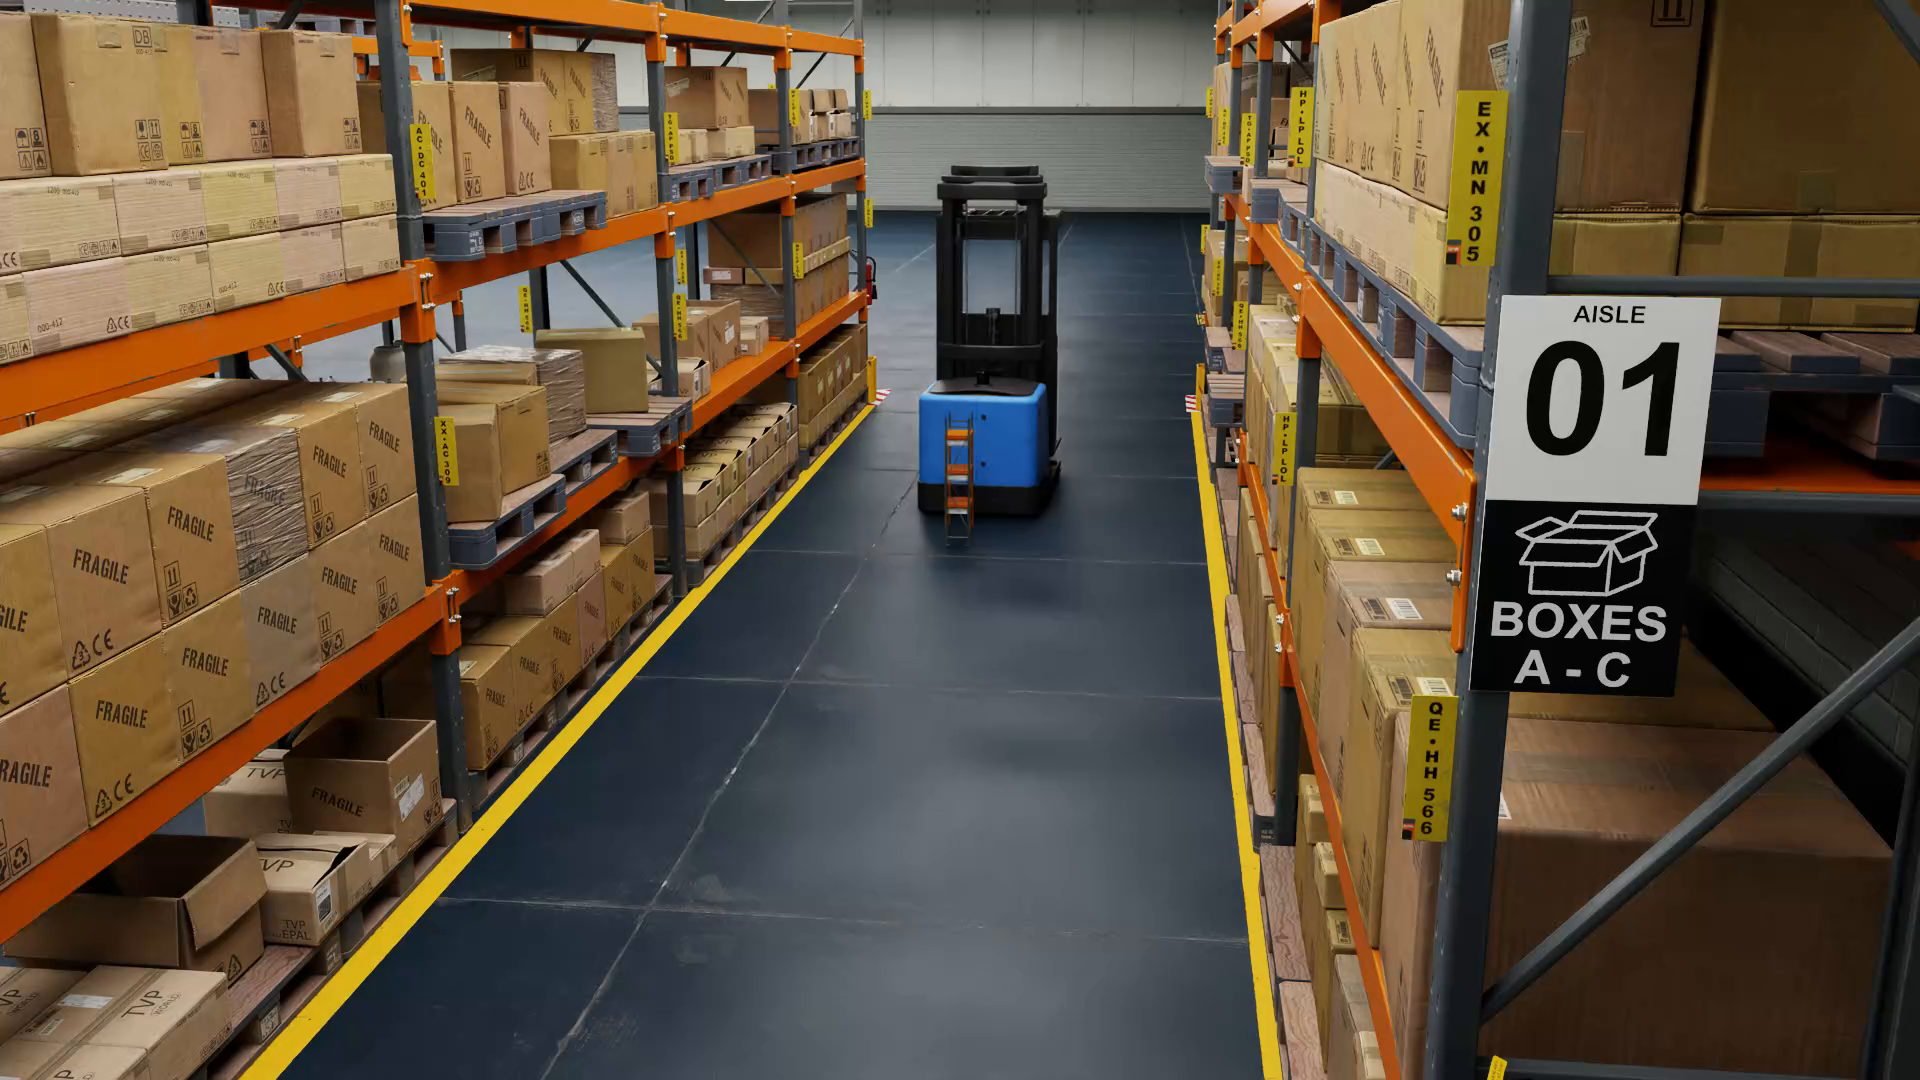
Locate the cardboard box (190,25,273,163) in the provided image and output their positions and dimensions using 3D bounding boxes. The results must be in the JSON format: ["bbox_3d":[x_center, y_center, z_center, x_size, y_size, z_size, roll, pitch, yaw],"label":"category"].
[{"bbox_3d":[-3.163,-1.737,6.487,0.700,0.500,0.500,2,15,6],"label":"cardboard box"}]

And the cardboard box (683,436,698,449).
[{"bbox_3d":[-2.513,-0.733,14.017,0.500,0.311,0.500,2,15,8],"label":"cardboard box"}]

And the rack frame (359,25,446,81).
[{"bbox_3d":[-6.516,-6.166,19.226,1.000,3.000,0.127,2,15,6],"label":"rack frame"}]

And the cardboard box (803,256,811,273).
[{"bbox_3d":[-1.709,-2.776,16.749,0.380,0.149,0.250,1,15,4],"label":"cardboard box"}]

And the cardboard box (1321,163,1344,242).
[{"bbox_3d":[1.562,-1.189,5.859,0.500,0.250,0.500,1,15,5],"label":"cardboard box"}]

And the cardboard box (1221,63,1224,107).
[{"bbox_3d":[2.715,-4.211,15.596,0.500,0.500,0.500,3,15,9],"label":"cardboard box"}]

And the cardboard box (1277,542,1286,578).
[{"bbox_3d":[1.735,0.083,8.050,0.380,0.149,0.250,2,15,7],"label":"cardboard box"}]

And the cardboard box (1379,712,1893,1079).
[{"bbox_3d":[1.570,0.894,4.035,0.980,0.700,0.700,2,15,9],"label":"cardboard box"}]

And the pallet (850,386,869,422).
[{"bbox_3d":[-1.640,-1.578,19.092,1.003,0.211,1.213,2,15,6],"label":"pallet"}]

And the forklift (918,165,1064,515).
[{"bbox_3d":[0.366,-1.969,15.330,1.130,2.935,3.031,2,15,8],"label":"forklift"}]

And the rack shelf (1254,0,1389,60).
[{"bbox_3d":[2.199,-2.740,8.702,1.077,0.370,4.000,2,15,6],"label":"rack shelf"}]

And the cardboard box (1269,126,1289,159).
[{"bbox_3d":[2.663,-2.745,12.083,0.797,0.503,0.637,4,16,14],"label":"cardboard box"}]

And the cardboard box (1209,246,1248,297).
[{"bbox_3d":[2.740,-2.632,16.461,0.500,0.500,0.500,1,15,5],"label":"cardboard box"}]

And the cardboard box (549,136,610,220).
[{"bbox_3d":[-2.630,-2.163,9.978,0.910,0.500,0.500,2,15,6],"label":"cardboard box"}]

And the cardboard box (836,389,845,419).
[{"bbox_3d":[-1.519,-1.462,17.784,0.500,0.250,0.500,2,15,6],"label":"cardboard box"}]

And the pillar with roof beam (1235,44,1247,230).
[{"bbox_3d":[2.539,-12.019,40.871,9.100,9.000,0.400,2,15,6],"label":"pillar with roof beam"}]

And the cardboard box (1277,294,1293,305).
[{"bbox_3d":[2.455,-1.652,11.746,0.380,0.149,0.250,-1,15,-3],"label":"cardboard box"}]

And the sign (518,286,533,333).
[{"bbox_3d":[-3.050,-1.623,11.699,0.100,0.325,0.005,2,15,6],"label":"sign"}]

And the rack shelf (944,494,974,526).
[{"bbox_3d":[-0.006,-0.214,13.549,0.215,0.259,0.240,2,15,6],"label":"rack shelf"}]

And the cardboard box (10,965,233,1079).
[{"bbox_3d":[-2.944,1.749,5.871,0.500,0.250,0.500,2,15,6],"label":"cardboard box"}]

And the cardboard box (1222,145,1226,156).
[{"bbox_3d":[2.757,-3.716,15.681,0.500,0.500,0.500,0,15,2],"label":"cardboard box"}]

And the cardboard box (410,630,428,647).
[{"bbox_3d":[-3.114,0.719,9.203,0.500,0.500,0.500,2,15,6],"label":"cardboard box"}]

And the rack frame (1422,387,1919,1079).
[{"bbox_3d":[1.522,1.171,3.584,1.000,3.000,0.127,2,15,6],"label":"rack frame"}]

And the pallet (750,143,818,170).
[{"bbox_3d":[-1.976,-3.713,16.071,1.003,0.211,1.213,2,15,6],"label":"pallet"}]

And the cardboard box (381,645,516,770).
[{"bbox_3d":[-2.652,0.865,8.663,0.500,0.500,0.500,1,15,4],"label":"cardboard box"}]

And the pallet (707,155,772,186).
[{"bbox_3d":[-2.133,-3.212,14.416,0.805,0.209,1.217,1,15,4],"label":"pallet"}]

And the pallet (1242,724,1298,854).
[{"bbox_3d":[1.986,1.278,8.533,1.003,0.211,1.213,2,15,6],"label":"pallet"}]

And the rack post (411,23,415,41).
[{"bbox_3d":[-6.728,-5.733,18.580,0.937,0.300,0.954,3,15,12],"label":"rack post"}]

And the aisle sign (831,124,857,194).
[{"bbox_3d":[-1.296,-4.387,19.158,0.394,0.787,0.004,2,15,6],"label":"aisle sign"}]

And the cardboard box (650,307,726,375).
[{"bbox_3d":[-2.265,-1.669,13.896,0.500,0.500,0.500,2,15,6],"label":"cardboard box"}]

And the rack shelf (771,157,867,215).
[{"bbox_3d":[-1.821,-3.705,17.250,1.077,0.370,4.000,2,15,6],"label":"rack shelf"}]

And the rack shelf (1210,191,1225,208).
[{"bbox_3d":[3.102,-3.560,16.714,1.077,0.370,4.000,2,15,6],"label":"rack shelf"}]

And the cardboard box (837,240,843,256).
[{"bbox_3d":[-1.506,-3.246,18.485,0.380,0.149,0.250,1,15,5],"label":"cardboard box"}]

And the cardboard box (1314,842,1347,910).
[{"bbox_3d":[1.508,1.234,6.092,0.380,0.149,0.250,1,15,5],"label":"cardboard box"}]

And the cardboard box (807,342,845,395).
[{"bbox_3d":[-1.516,-1.823,17.686,0.500,0.500,0.500,2,15,6],"label":"cardboard box"}]

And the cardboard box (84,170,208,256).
[{"bbox_3d":[-2.910,-1.105,5.585,0.500,0.250,0.500,2,15,6],"label":"cardboard box"}]

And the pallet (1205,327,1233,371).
[{"bbox_3d":[2.645,-1.654,14.401,1.003,0.211,1.213,2,15,6],"label":"pallet"}]

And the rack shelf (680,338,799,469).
[{"bbox_3d":[-2.272,-1.220,13.805,1.077,0.370,4.000,2,15,6],"label":"rack shelf"}]

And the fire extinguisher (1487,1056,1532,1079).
[{"bbox_3d":[1.046,1.414,3.548,0.296,0.674,0.183,2,15,6],"label":"fire extinguisher"}]

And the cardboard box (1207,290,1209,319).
[{"bbox_3d":[2.790,-2.400,17.042,0.500,0.250,0.500,2,15,7],"label":"cardboard box"}]

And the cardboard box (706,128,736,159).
[{"bbox_3d":[-2.185,-3.362,14.086,0.500,0.250,0.500,0,15,1],"label":"cardboard box"}]

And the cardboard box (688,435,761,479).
[{"bbox_3d":[-1.979,-0.724,13.981,0.500,0.311,0.500,2,15,6],"label":"cardboard box"}]

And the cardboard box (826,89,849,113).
[{"bbox_3d":[-1.664,-4.743,18.437,0.797,0.503,0.637,3,15,10],"label":"cardboard box"}]

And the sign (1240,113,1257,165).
[{"bbox_3d":[1.886,-2.618,10.859,0.100,0.325,0.005,2,15,6],"label":"sign"}]

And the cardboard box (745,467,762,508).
[{"bbox_3d":[-1.980,-0.449,14.041,0.500,0.250,0.500,2,15,7],"label":"cardboard box"}]

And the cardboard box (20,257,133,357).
[{"bbox_3d":[-2.966,-0.734,5.171,0.500,0.250,0.500,2,15,6],"label":"cardboard box"}]

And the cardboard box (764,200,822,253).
[{"bbox_3d":[-1.833,-3.266,17.318,0.700,0.500,0.500,2,15,6],"label":"cardboard box"}]

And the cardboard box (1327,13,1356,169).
[{"bbox_3d":[1.562,-1.545,5.736,0.500,0.500,0.500,1,15,5],"label":"cardboard box"}]

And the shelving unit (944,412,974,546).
[{"bbox_3d":[-0.006,-0.493,13.474,0.215,1.050,0.252,2,15,6],"label":"shelving unit"}]

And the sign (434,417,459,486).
[{"bbox_3d":[-2.409,-0.415,7.792,0.100,0.325,0.005,2,15,6],"label":"sign"}]

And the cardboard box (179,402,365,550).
[{"bbox_3d":[-2.804,-0.270,6.808,0.500,0.500,0.500,1,15,5],"label":"cardboard box"}]

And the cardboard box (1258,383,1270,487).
[{"bbox_3d":[1.939,-0.587,9.287,0.500,0.500,0.500,2,15,8],"label":"cardboard box"}]

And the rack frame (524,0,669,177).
[{"bbox_3d":[-2.498,-3.944,11.010,1.000,3.000,0.127,2,15,6],"label":"rack frame"}]

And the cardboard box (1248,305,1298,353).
[{"bbox_3d":[2.114,-1.349,10.670,0.500,0.250,0.500,2,15,8],"label":"cardboard box"}]

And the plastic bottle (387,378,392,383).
[{"bbox_3d":[-6.283,-1.651,18.383,0.061,0.283,0.133,2,15,8],"label":"plastic bottle"}]

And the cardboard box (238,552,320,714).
[{"bbox_3d":[-2.863,0.345,6.448,0.500,0.500,0.500,2,15,8],"label":"cardboard box"}]

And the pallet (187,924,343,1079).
[{"bbox_3d":[-3.163,1.831,6.488,1.003,0.211,1.213,2,15,6],"label":"pallet"}]

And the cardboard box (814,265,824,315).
[{"bbox_3d":[-1.832,-2.649,17.522,0.700,0.500,0.500,2,15,8],"label":"cardboard box"}]
